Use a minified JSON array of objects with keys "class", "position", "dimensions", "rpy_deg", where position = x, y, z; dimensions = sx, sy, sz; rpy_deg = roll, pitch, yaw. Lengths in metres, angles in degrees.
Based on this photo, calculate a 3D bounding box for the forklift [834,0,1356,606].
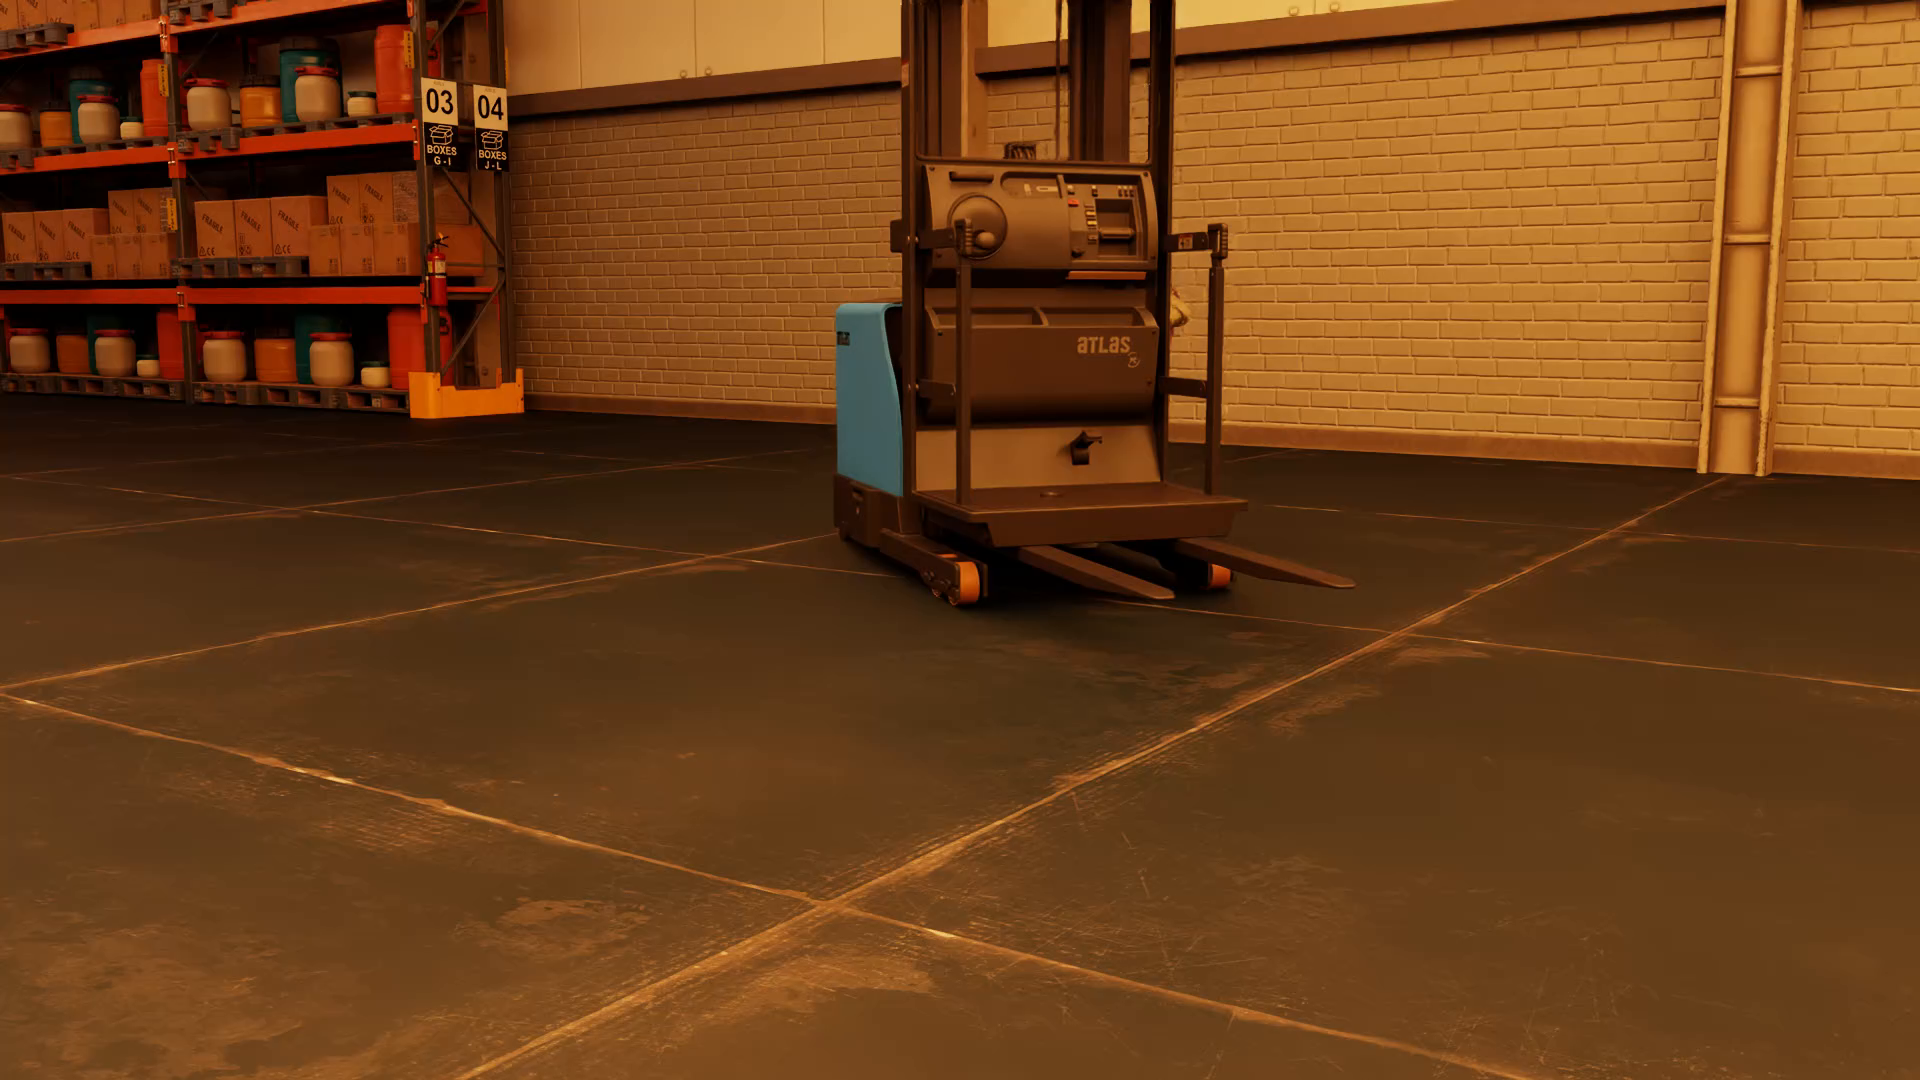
[{"class":"forklift","position":[0.391,-1.277,6.176],"dimensions":[1.130,2.935,3.031],"rpy_deg":[-3,9,-19]}]

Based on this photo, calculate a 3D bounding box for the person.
[{"class":"person","position":[0.597,-0.670,7.406],"dimensions":[0.743,1.363,0.946],"rpy_deg":[-7,10,-39]}]
